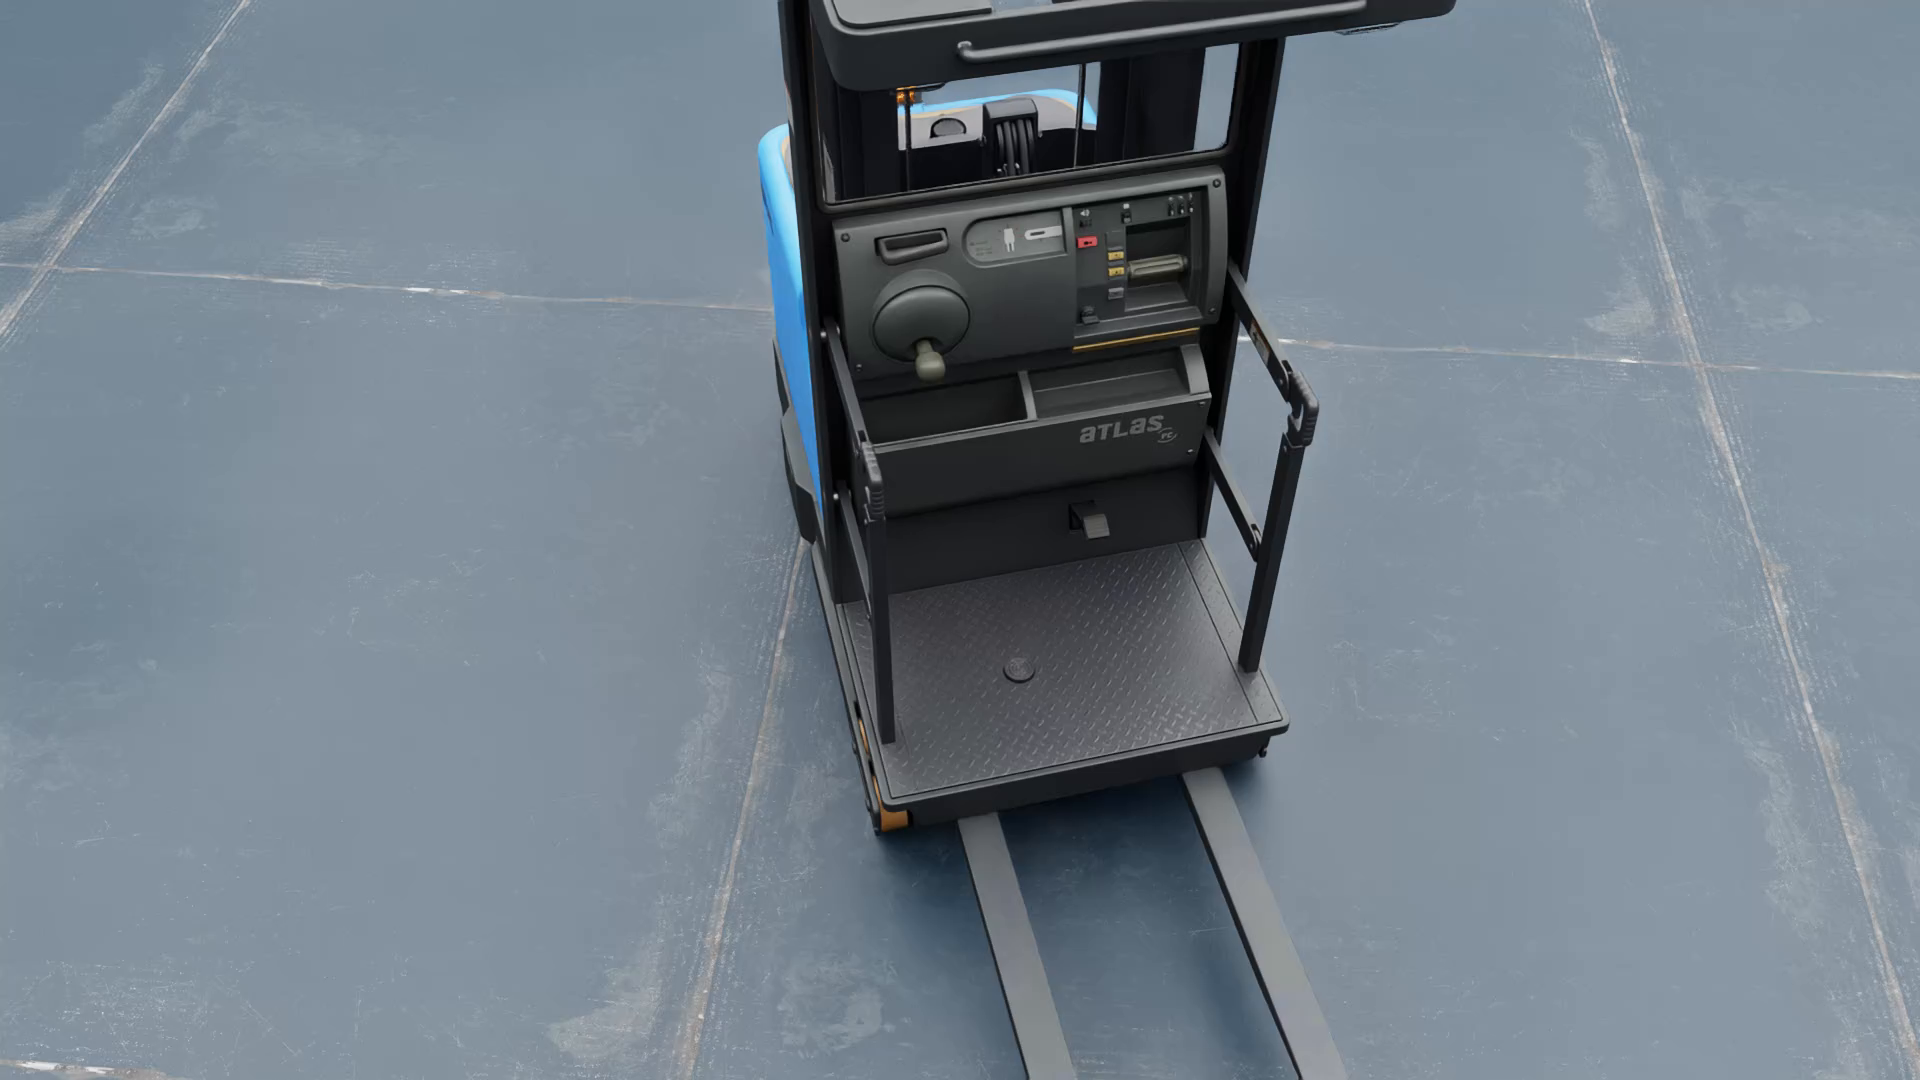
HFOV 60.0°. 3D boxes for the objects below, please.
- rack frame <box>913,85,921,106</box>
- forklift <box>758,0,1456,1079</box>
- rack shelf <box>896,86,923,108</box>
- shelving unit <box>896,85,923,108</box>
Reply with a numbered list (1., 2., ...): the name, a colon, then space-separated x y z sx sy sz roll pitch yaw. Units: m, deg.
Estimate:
1. rack frame: -0.236 -1.020 5.365 0.240 1.200 0.015 -10 48 -9
2. forklift: 0.228 -0.517 3.737 1.130 2.935 3.031 -10 48 -9
3. rack shelf: -0.294 -1.461 5.238 0.258 0.148 0.480 -10 48 -9
4. shelving unit: -0.294 -1.194 5.526 0.258 1.200 0.503 -10 48 -9
